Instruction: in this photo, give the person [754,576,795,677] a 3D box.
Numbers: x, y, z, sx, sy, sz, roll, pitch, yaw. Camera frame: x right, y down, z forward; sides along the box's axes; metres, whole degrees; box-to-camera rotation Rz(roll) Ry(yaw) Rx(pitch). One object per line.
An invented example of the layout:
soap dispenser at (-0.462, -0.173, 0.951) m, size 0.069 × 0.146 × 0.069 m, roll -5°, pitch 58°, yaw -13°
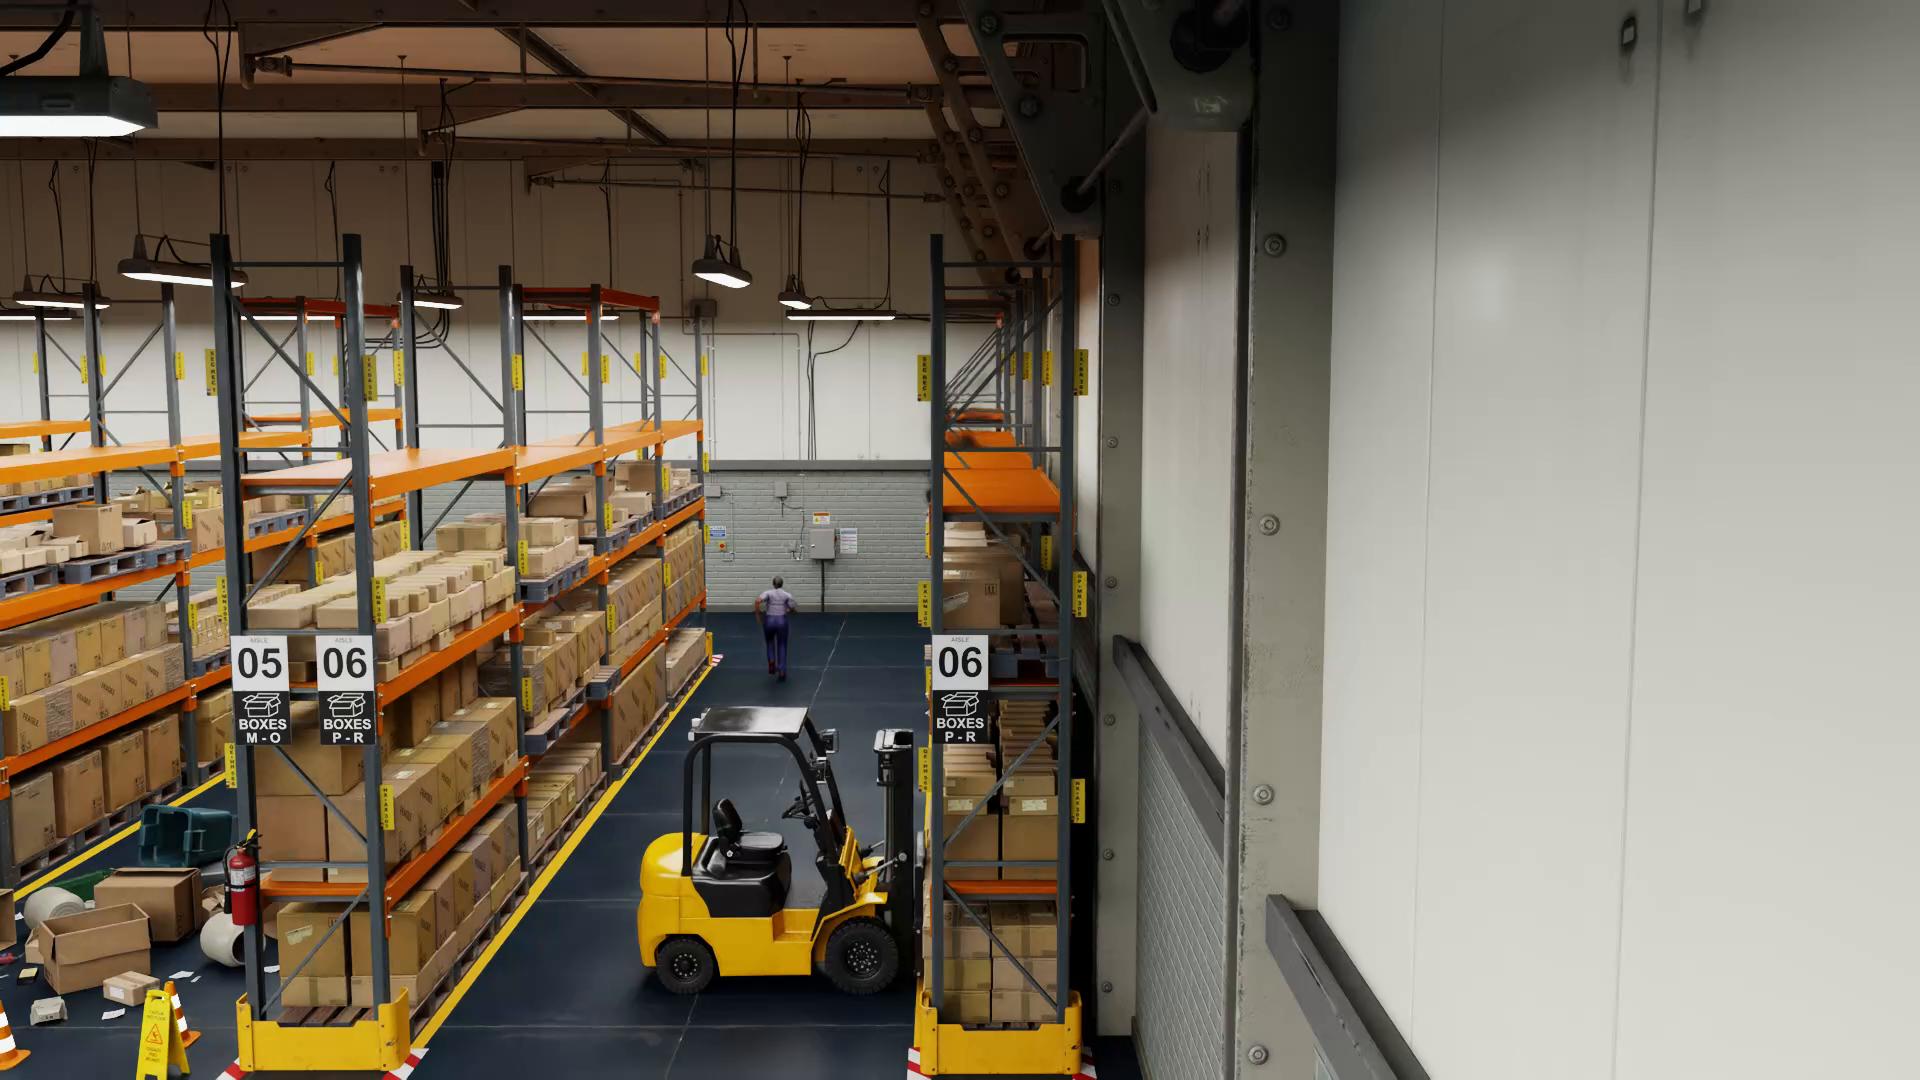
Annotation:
person at (-2.979, 1.390, 26.823) m, size 0.618 × 1.624 × 0.827 m, roll 0°, pitch 6°, yaw -1°
